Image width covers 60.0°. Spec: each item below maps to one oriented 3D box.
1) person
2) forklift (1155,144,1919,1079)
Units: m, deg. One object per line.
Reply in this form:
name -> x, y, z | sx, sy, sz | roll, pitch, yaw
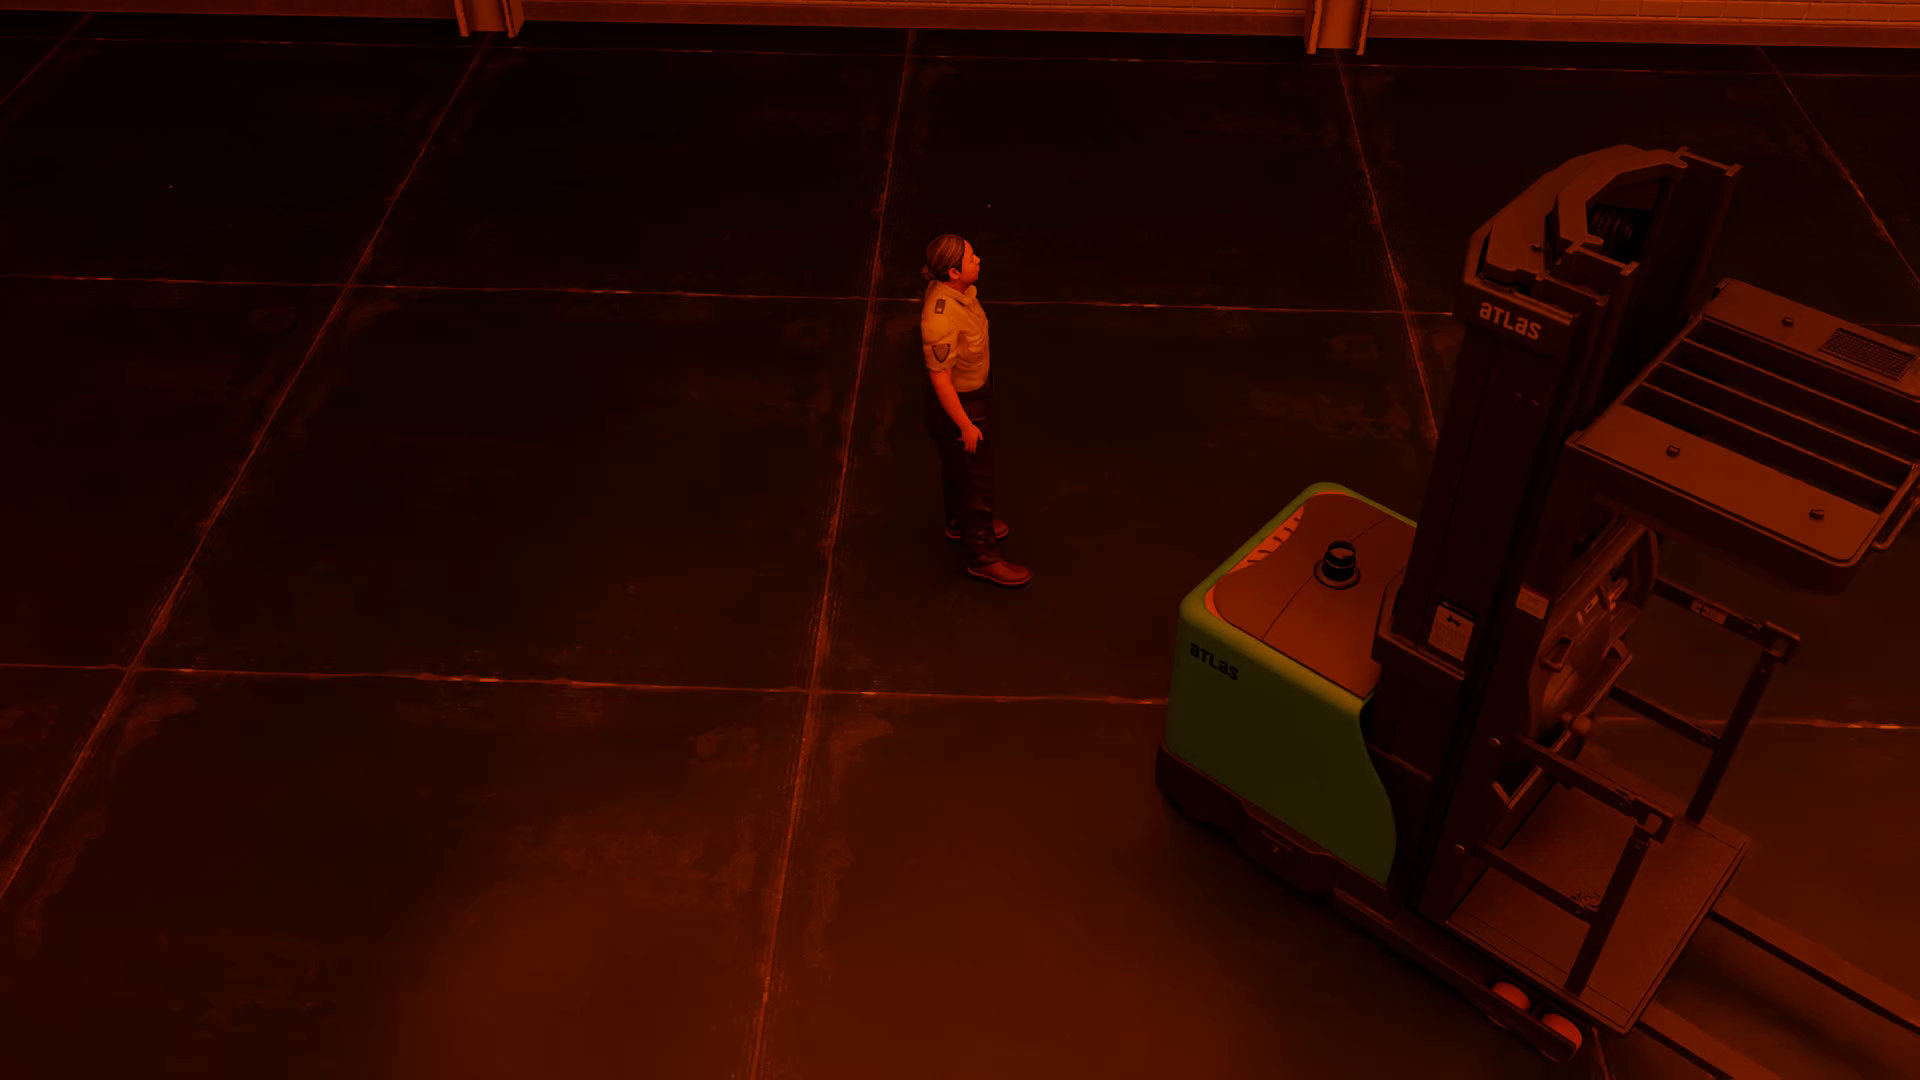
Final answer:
person -> 0.088, -0.596, 7.335 | 0.503, 1.651, 0.598 | 2, 42, 2
forklift -> 2.229, 0.355, 5.353 | 3.031, 2.935, 1.130 | 31, 51, 29
